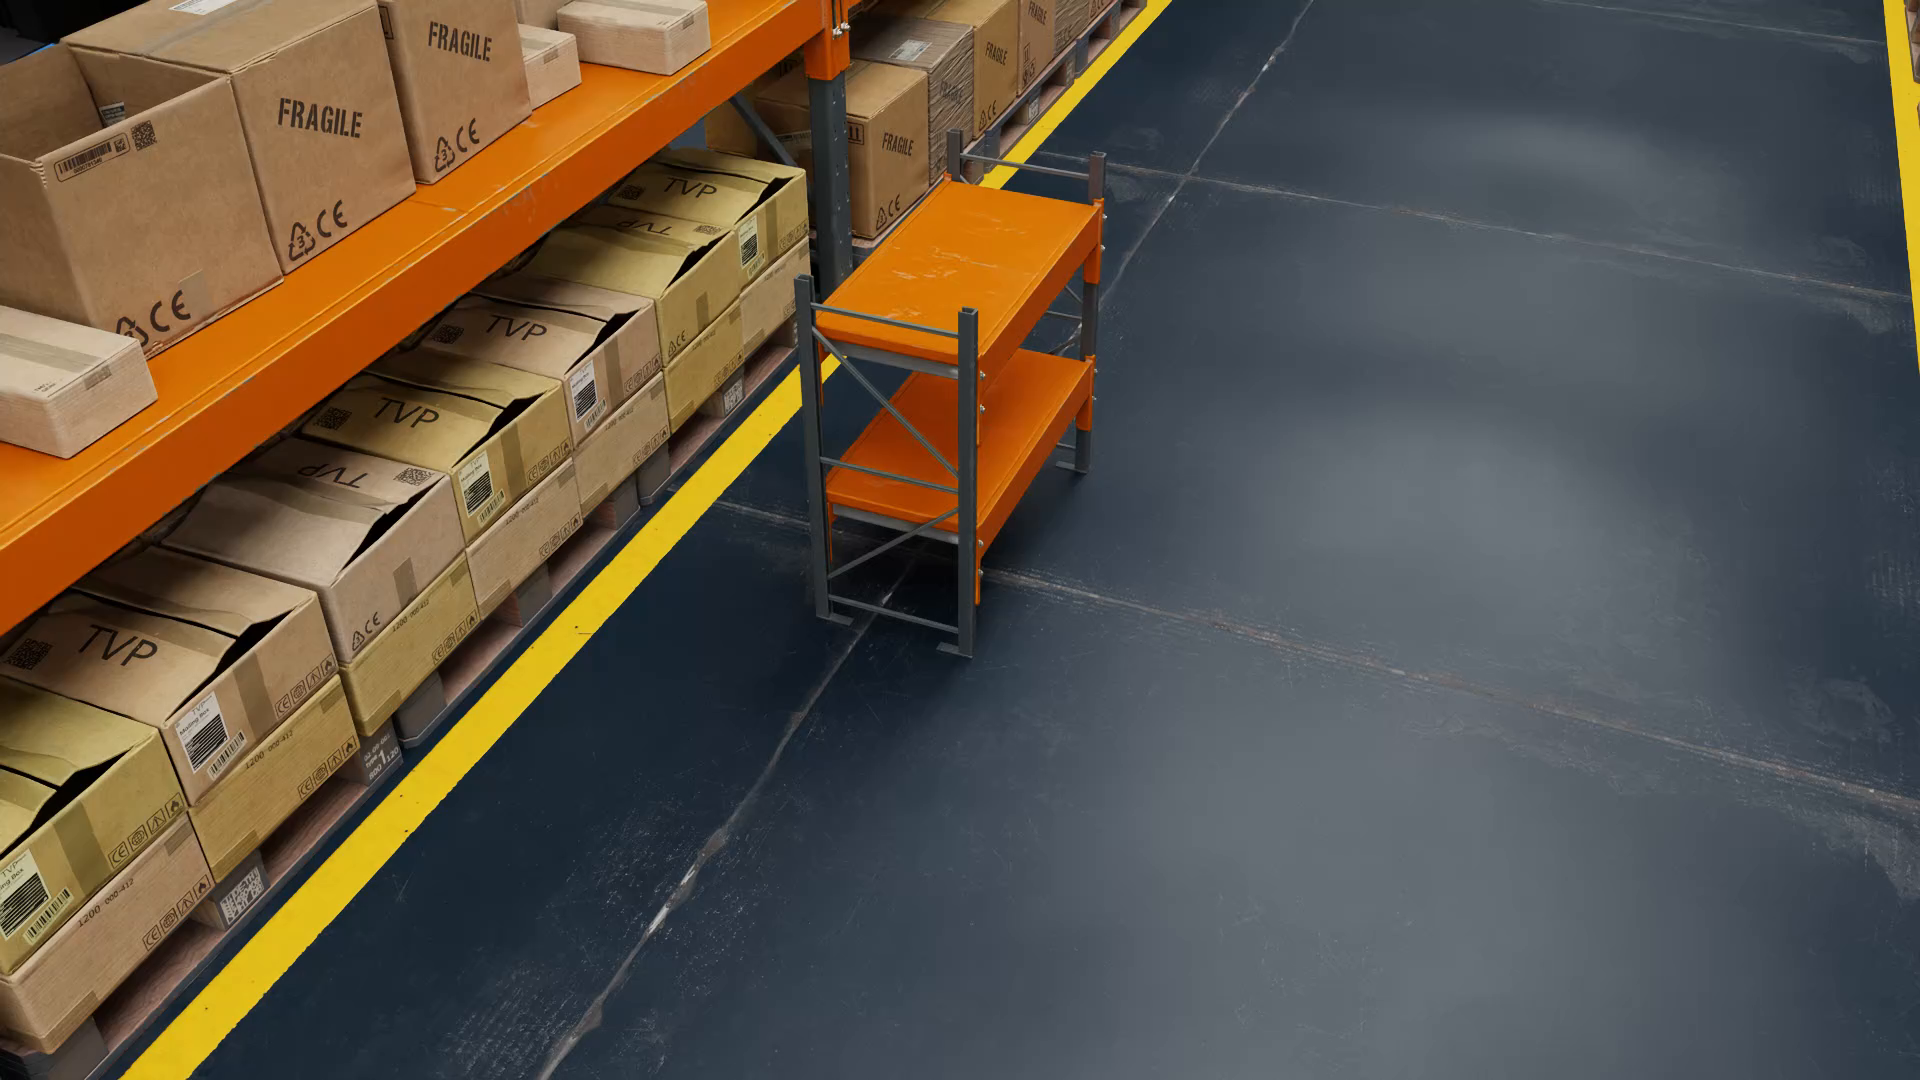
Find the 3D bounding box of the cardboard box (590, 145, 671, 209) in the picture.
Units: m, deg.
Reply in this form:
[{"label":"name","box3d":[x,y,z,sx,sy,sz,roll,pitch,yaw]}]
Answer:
[{"label":"cardboard box","box3d":[-1.365,-1.266,5.916,0.500,0.311,0.500,15,39,19]}]

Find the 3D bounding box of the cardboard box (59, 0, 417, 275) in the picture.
[{"label":"cardboard box","box3d":[-1.717,-1.013,4.017,0.500,0.500,0.500,14,39,18]}]

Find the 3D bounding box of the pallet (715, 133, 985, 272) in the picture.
[{"label":"pallet","box3d":[-0.575,-1.485,7.061,1.003,0.211,1.213,14,39,18]}]

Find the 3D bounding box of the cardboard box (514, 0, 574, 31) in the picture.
[{"label":"cardboard box","box3d":[-1.413,-1.711,5.108,0.500,0.311,0.500,13,39,17]}]

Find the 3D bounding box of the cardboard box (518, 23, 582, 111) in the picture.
[{"label":"cardboard box","box3d":[-1.327,-1.378,4.798,0.380,0.149,0.250,17,40,21]}]

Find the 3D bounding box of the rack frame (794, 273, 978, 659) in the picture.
[{"label":"rack frame","box3d":[-0.191,-0.173,4.542,0.500,1.125,0.032,14,39,18]}]

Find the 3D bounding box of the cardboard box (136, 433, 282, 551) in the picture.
[{"label":"cardboard box","box3d":[-2.142,-0.129,4.395,0.500,0.311,0.500,14,39,18]}]

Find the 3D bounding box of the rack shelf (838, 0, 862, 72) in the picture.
[{"label":"rack shelf","box3d":[-0.133,-3.017,7.381,1.077,0.370,4.000,14,39,18]}]

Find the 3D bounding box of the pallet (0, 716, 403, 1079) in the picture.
[{"label":"pallet","box3d":[-2.171,0.717,4.114,1.003,0.211,1.213,14,39,18]}]

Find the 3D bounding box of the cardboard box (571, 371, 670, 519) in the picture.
[{"label":"cardboard box","box3d":[-1.255,-0.354,5.164,0.500,0.250,0.500,15,39,19]}]

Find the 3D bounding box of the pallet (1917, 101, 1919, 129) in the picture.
[{"label":"pallet","box3d":[4.875,-1.747,7.411,1.003,0.211,1.213,14,39,18]}]

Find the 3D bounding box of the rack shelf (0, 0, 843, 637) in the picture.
[{"label":"rack shelf","box3d":[-1.655,-0.802,4.418,1.077,0.370,4.000,14,39,18]}]

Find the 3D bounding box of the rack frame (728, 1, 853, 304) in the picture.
[{"label":"rack frame","box3d":[-0.894,-2.198,5.685,1.000,3.000,0.127,14,39,18]}]

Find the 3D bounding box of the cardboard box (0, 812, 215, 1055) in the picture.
[{"label":"cardboard box","box3d":[-2.033,0.783,3.642,0.500,0.250,0.500,13,39,17]}]

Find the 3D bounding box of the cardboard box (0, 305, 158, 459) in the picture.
[{"label":"cardboard box","box3d":[-1.889,-0.326,3.391,0.380,0.149,0.250,14,39,18]}]

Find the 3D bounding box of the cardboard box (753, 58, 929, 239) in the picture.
[{"label":"cardboard box","box3d":[-0.456,-1.559,6.551,0.500,0.500,0.500,15,39,20]}]

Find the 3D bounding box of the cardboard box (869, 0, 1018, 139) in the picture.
[{"label":"cardboard box","box3d":[-0.067,-2.127,7.311,0.500,0.500,0.500,13,39,17]}]

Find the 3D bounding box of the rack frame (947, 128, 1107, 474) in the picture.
[{"label":"rack frame","box3d":[0.196,-0.736,5.295,0.500,1.125,0.032,14,39,18]}]

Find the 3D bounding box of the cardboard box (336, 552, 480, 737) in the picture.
[{"label":"cardboard box","box3d":[-1.643,0.213,4.405,0.500,0.250,0.500,13,39,16]}]

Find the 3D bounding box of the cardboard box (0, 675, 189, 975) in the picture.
[{"label":"cardboard box","box3d":[-2.028,0.554,3.481,0.500,0.311,0.500,14,39,18]}]

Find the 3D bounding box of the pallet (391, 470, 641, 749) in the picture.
[{"label":"pallet","box3d":[-1.709,0.039,5.021,1.003,0.211,1.213,14,39,18]}]

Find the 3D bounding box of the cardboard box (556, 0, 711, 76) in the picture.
[{"label":"cardboard box","box3d":[-0.980,-1.536,5.009,0.380,0.149,0.250,14,39,18]}]

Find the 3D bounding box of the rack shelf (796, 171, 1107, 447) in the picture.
[{"label":"rack shelf","box3d":[0.003,-0.689,4.743,0.538,0.278,1.000,14,39,18]}]

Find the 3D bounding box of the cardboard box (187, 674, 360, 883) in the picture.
[{"label":"cardboard box","box3d":[-1.837,0.501,4.021,0.500,0.250,0.500,15,39,19]}]

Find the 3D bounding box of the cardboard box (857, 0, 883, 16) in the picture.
[{"label":"cardboard box","box3d":[-0.558,-2.230,7.449,0.500,0.500,0.500,12,39,16]}]

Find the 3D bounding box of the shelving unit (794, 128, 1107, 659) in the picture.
[{"label":"shelving unit","box3d":[0.003,-0.454,4.918,0.538,1.125,1.048,14,39,18]}]

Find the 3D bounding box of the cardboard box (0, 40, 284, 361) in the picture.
[{"label":"cardboard box","box3d":[-1.908,-0.736,3.646,0.500,0.500,0.500,17,40,21]}]

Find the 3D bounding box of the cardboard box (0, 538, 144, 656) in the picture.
[{"label":"cardboard box","box3d":[-2.335,0.147,4.026,0.500,0.311,0.500,15,39,19]}]

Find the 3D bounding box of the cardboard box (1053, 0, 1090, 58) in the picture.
[{"label":"cardboard box","box3d":[0.318,-2.699,8.076,0.500,0.500,0.500,14,39,18]}]

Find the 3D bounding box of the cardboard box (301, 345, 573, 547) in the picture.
[{"label":"cardboard box","box3d":[-1.444,-0.298,4.621,0.500,0.311,0.500,15,39,19]}]

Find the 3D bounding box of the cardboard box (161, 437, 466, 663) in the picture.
[{"label":"cardboard box","box3d":[-1.637,-0.009,4.234,0.500,0.311,0.500,13,39,16]}]

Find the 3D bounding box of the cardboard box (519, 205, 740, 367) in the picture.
[{"label":"cardboard box","box3d":[-1.057,-0.854,5.364,0.500,0.311,0.500,13,39,17]}]

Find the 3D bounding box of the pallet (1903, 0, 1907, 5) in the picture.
[{"label":"pallet","box3d":[5.914,-3.259,9.433,1.003,0.211,1.213,14,39,18]}]

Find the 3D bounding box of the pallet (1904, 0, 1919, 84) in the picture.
[{"label":"pallet","box3d":[5.451,-2.581,8.526,1.003,0.211,1.213,14,39,18]}]

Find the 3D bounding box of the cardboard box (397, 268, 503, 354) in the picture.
[{"label":"cardboard box","box3d":[-1.753,-0.691,5.147,0.500,0.311,0.500,13,39,17]}]

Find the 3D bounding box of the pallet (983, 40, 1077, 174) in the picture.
[{"label":"pallet","box3d":[-0.109,-2.158,7.962,1.003,0.211,1.213,14,39,18]}]

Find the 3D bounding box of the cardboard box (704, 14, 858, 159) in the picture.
[{"label":"cardboard box","box3d":[-0.755,-1.944,7.066,0.500,0.500,0.500,15,39,20]}]

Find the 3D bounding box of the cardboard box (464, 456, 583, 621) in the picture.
[{"label":"cardboard box","box3d":[-1.448,-0.068,4.782,0.500,0.250,0.500,15,39,19]}]

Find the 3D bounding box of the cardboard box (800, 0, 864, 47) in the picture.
[{"label":"cardboard box","box3d":[-0.737,-2.276,6.884,0.500,0.250,0.500,15,39,19]}]

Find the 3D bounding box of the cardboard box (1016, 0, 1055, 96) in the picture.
[{"label":"cardboard box","box3d":[0.127,-2.417,7.699,0.500,0.500,0.500,13,39,16]}]

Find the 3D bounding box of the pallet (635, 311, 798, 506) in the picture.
[{"label":"pallet","box3d":[-1.243,-0.634,5.922,1.003,0.211,1.213,14,39,18]}]

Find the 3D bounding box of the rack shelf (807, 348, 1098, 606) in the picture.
[{"label":"rack shelf","box3d":[0.003,-0.258,5.065,0.538,0.278,1.000,14,39,18]}]

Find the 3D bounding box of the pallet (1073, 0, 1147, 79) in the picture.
[{"label":"pallet","box3d":[0.354,-2.836,8.868,1.003,0.211,1.213,14,39,18]}]

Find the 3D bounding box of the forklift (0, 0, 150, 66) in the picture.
[{"label":"forklift","box3d":[-3.402,-2.516,6.168,1.130,2.935,3.031,9,38,12]}]

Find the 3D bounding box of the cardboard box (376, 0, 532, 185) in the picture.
[{"label":"cardboard box","box3d":[-1.517,-1.305,4.407,0.500,0.500,0.500,12,38,15]}]

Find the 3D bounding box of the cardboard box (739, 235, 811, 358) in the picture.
[{"label":"cardboard box","box3d":[-0.868,-0.918,5.918,0.500,0.250,0.500,15,39,19]}]

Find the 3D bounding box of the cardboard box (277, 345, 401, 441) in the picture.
[{"label":"cardboard box","box3d":[-1.948,-0.407,4.766,0.500,0.311,0.500,13,39,17]}]

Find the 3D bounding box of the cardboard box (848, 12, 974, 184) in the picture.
[{"label":"cardboard box","box3d":[-0.262,-1.851,6.941,0.500,0.500,0.500,12,39,16]}]

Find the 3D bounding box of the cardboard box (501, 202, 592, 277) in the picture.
[{"label":"cardboard box","box3d":[-1.557,-0.973,5.524,0.500,0.311,0.500,13,39,17]}]

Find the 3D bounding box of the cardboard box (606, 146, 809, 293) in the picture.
[{"label":"cardboard box","box3d":[-0.865,-1.143,5.751,0.500,0.311,0.500,15,39,19]}]

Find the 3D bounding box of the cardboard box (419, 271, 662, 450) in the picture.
[{"label":"cardboard box","box3d":[-1.252,-0.575,4.991,0.500,0.311,0.500,14,39,17]}]

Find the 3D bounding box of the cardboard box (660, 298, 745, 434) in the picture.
[{"label":"cardboard box","box3d":[-1.061,-0.631,5.535,0.500,0.250,0.500,13,39,17]}]

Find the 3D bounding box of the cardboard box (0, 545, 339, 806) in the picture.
[{"label":"cardboard box","box3d":[-1.833,0.278,3.851,0.500,0.311,0.500,13,39,17]}]

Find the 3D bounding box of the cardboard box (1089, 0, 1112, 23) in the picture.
[{"label":"cardboard box","box3d":[0.510,-2.977,8.448,0.500,0.500,0.500,14,39,18]}]
